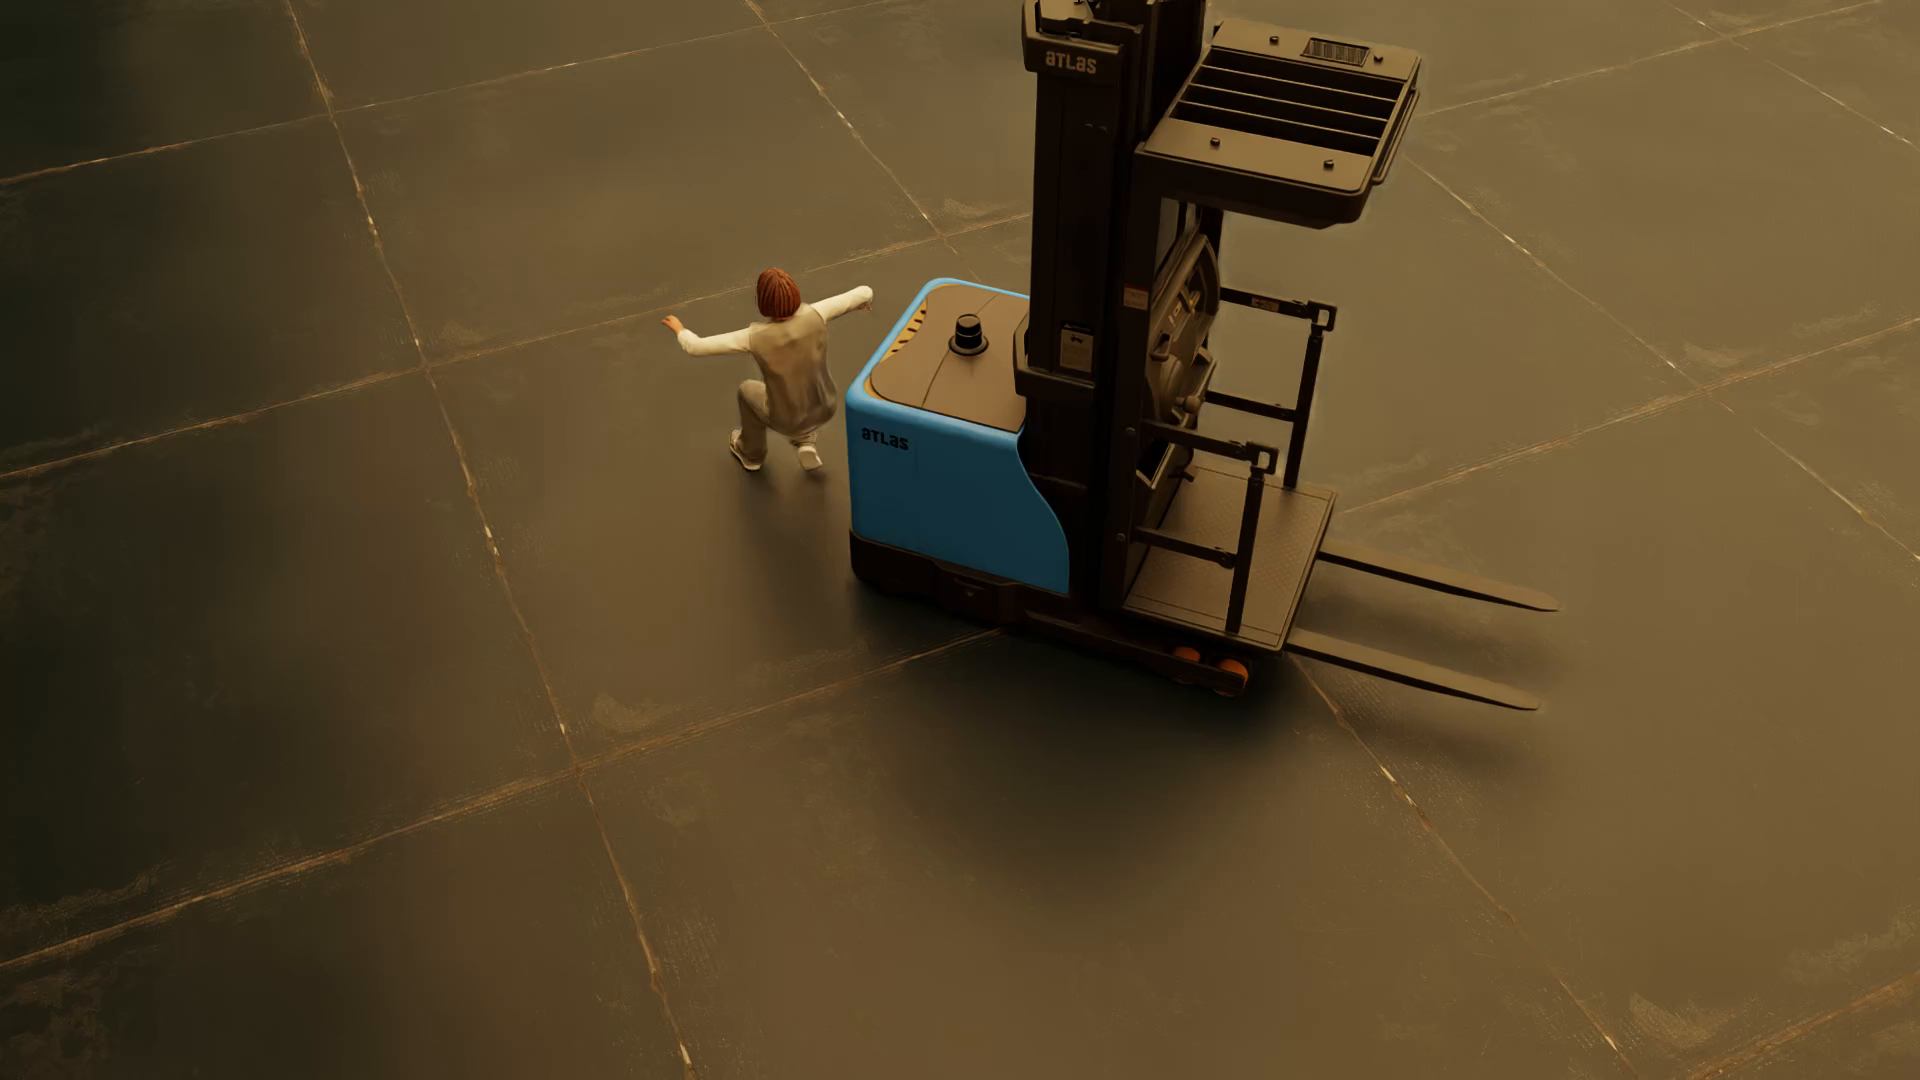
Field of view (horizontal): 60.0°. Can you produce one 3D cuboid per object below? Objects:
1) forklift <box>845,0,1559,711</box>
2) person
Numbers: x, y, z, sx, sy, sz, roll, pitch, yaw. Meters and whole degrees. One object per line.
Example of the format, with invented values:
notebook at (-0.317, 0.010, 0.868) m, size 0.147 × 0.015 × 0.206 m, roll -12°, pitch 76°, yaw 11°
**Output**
forklift at (1.070, -0.816, 6.554) m, size 3.031 × 2.935 × 1.130 m, roll 15°, pitch 45°, yaw 16°
person at (-0.851, -0.805, 7.684) m, size 0.940 × 1.360 × 0.778 m, roll -23°, pitch 48°, yaw -22°
